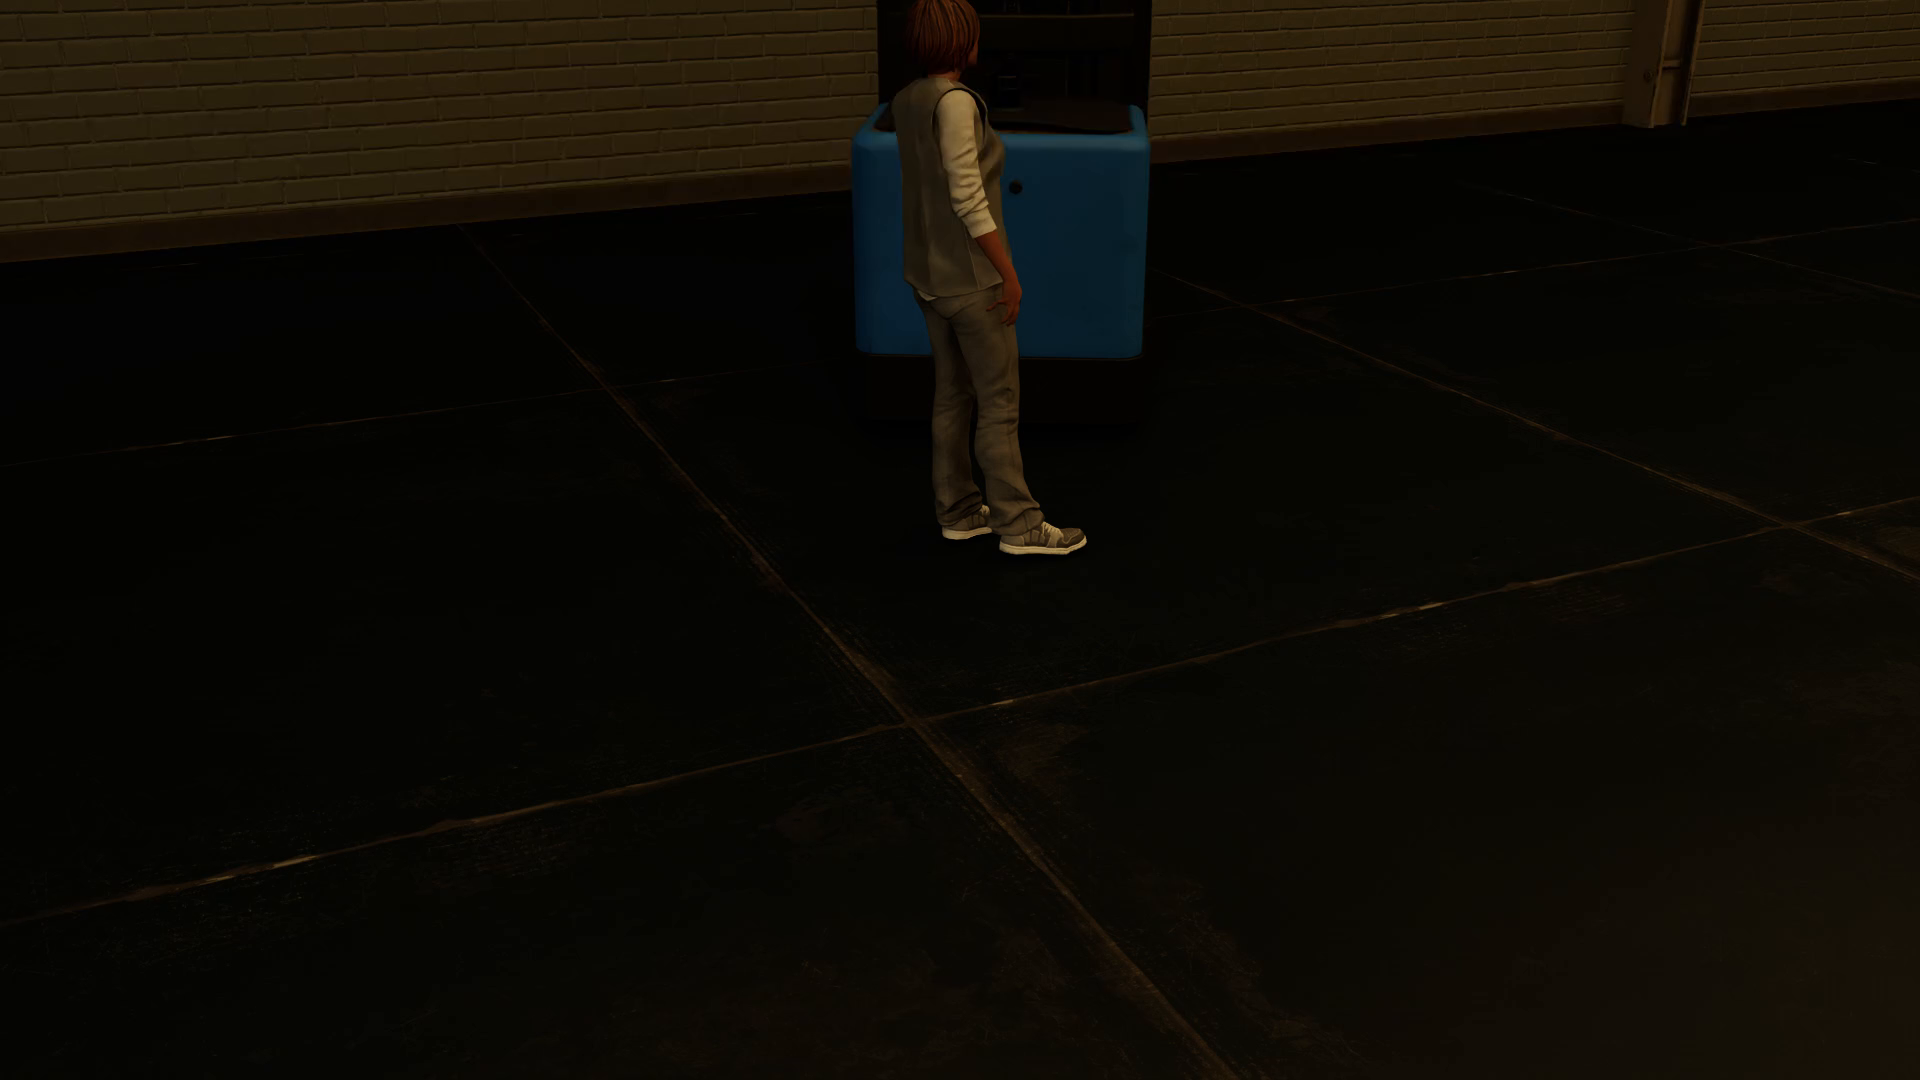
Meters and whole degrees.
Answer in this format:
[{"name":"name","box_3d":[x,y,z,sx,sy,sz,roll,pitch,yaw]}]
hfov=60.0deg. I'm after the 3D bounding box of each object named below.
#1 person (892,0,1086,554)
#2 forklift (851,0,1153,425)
[{"name":"person","box_3d":[0.074,-0.752,4.815,0.472,1.600,0.520,-10,25,-23]},{"name":"forklift","box_3d":[0.232,-2.285,6.787,1.130,2.935,3.031,1,23,4]}]
